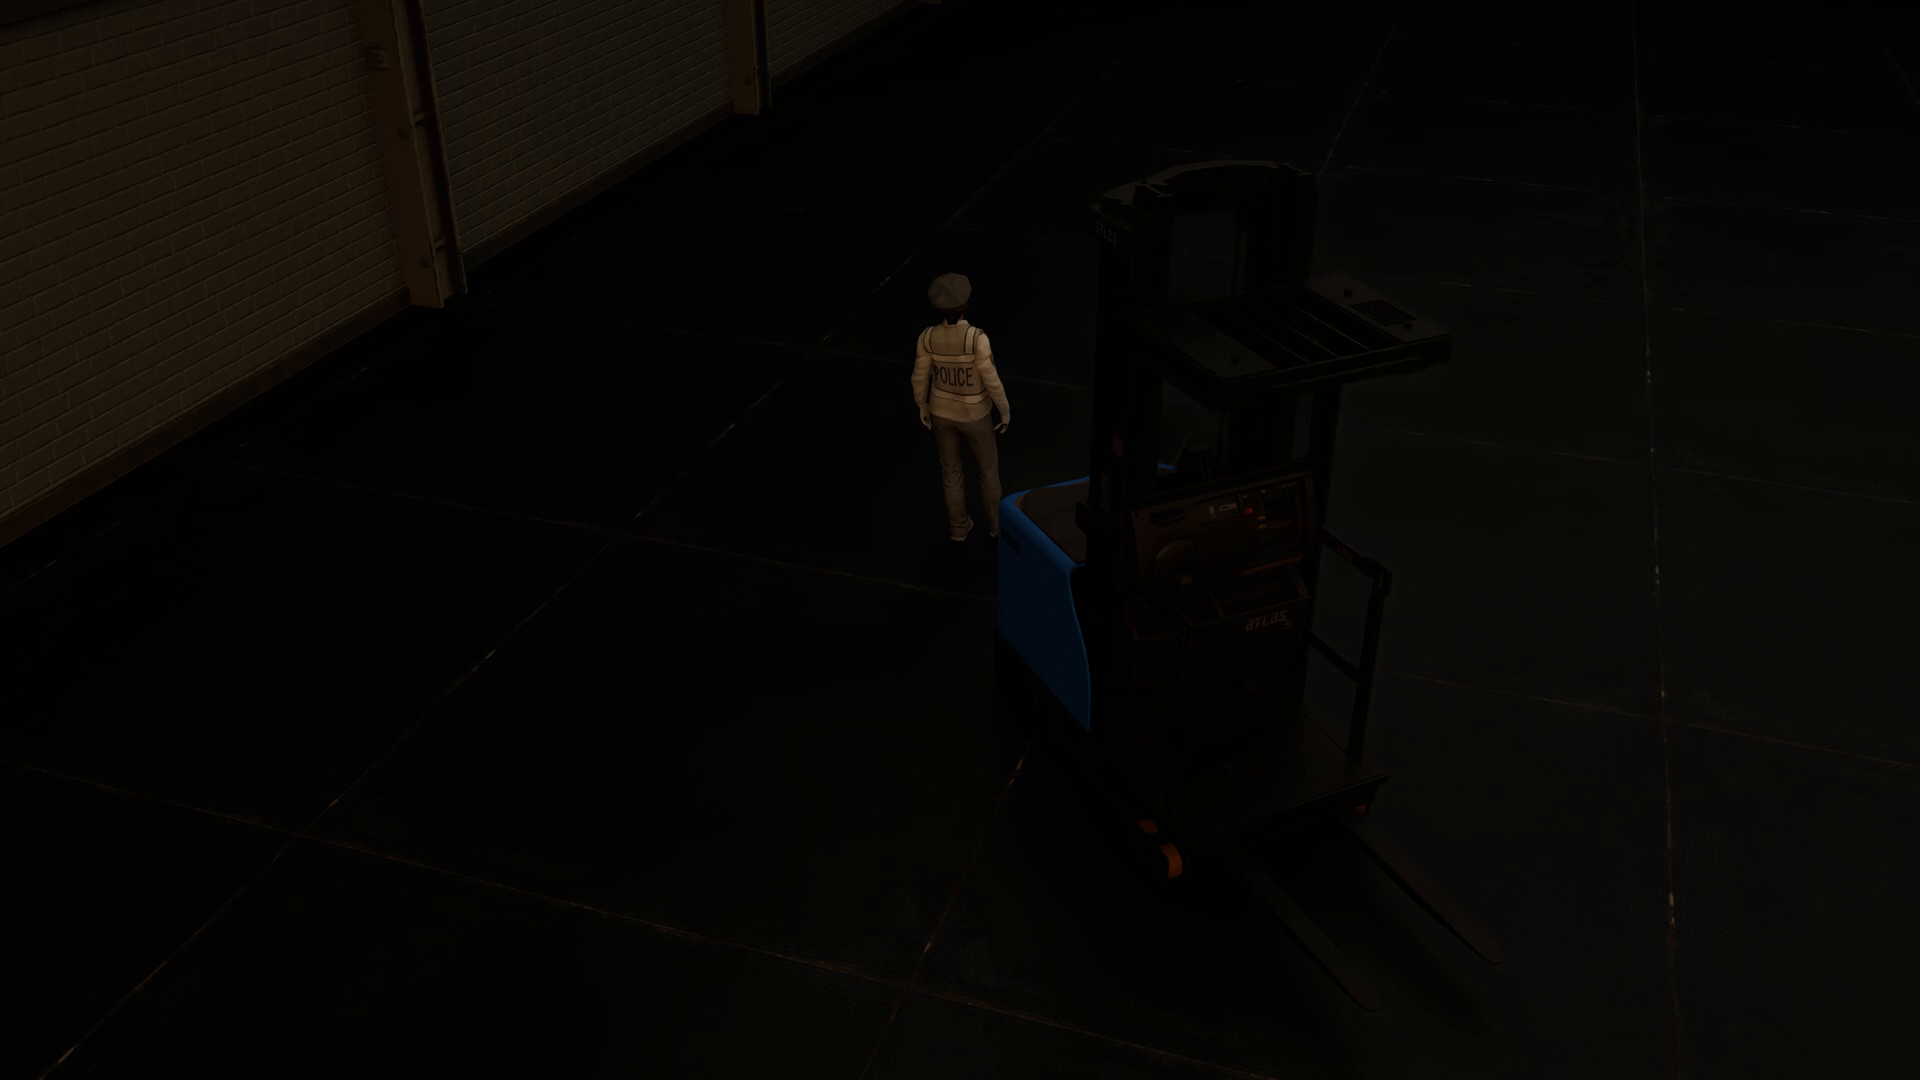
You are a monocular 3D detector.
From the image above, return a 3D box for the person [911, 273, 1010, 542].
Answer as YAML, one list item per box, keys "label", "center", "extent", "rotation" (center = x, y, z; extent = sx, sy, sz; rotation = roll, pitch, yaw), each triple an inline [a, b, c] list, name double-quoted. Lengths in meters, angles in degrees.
- label: "person"
  center: [0.029, -0.773, 9.727]
  extent: [0.586, 1.694, 0.531]
  rotation: [10, 31, 16]

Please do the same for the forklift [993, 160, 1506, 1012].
- label: "forklift"
  center: [1.256, -0.001, 7.139]
  extent: [1.130, 2.935, 3.031]
  rotation: [-13, 32, -22]
